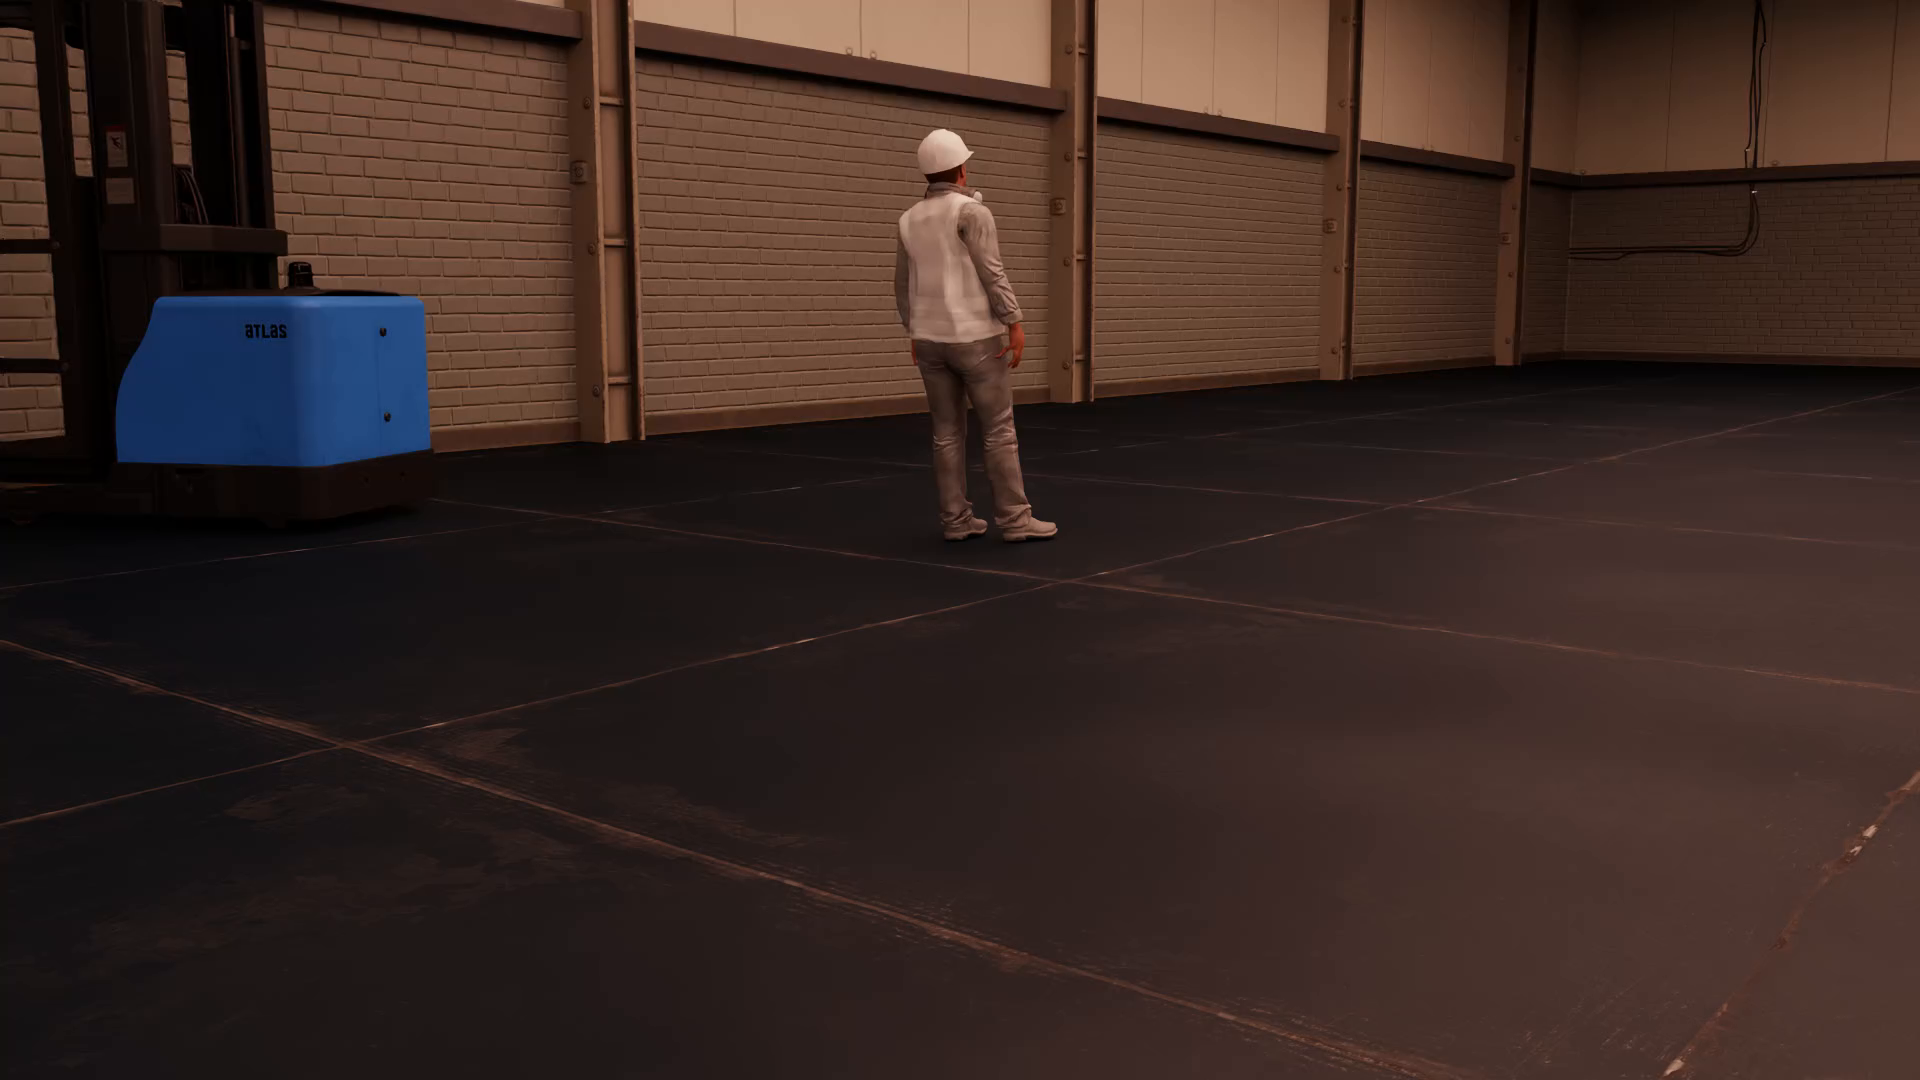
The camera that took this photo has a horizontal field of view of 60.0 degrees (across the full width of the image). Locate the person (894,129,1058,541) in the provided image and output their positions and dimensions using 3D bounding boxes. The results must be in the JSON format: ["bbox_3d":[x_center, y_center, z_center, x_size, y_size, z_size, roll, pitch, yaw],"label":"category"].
[{"bbox_3d":[0.048,-0.891,7.317,0.626,1.775,0.566,7,11,38],"label":"person"}]

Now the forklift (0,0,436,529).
[{"bbox_3d":[-4.232,-1.591,8.152,3.031,2.935,1.130,2,9,13],"label":"forklift"}]
